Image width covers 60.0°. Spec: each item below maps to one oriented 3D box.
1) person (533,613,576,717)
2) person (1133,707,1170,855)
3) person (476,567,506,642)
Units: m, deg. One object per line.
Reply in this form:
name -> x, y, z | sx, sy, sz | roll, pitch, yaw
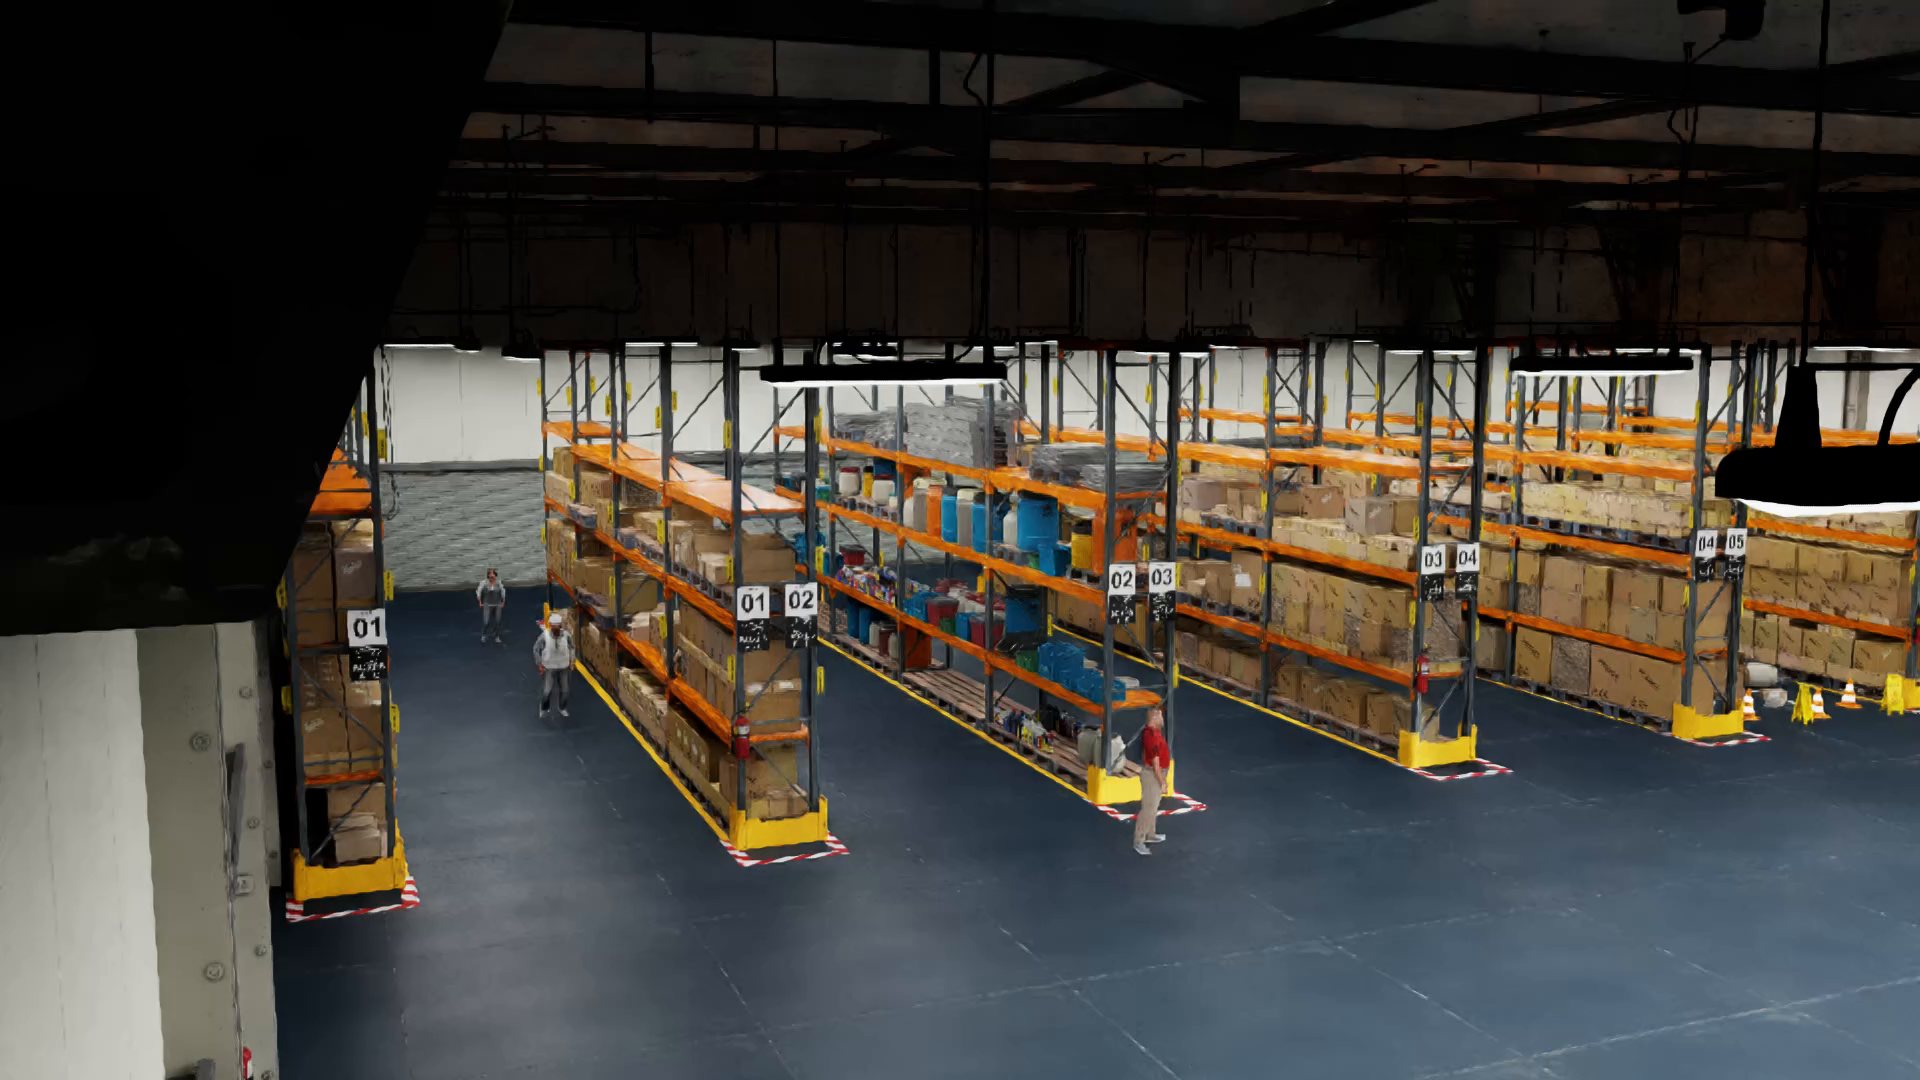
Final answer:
person -> -6.502, 2.016, 26.721 | 0.677, 1.726, 0.574 | -3, 8, -23
person -> 2.311, 2.872, 20.051 | 0.447, 1.727, 0.721 | 0, 7, 3
person -> -9.302, 1.288, 33.010 | 0.566, 1.541, 0.519 | -3, 8, -24
